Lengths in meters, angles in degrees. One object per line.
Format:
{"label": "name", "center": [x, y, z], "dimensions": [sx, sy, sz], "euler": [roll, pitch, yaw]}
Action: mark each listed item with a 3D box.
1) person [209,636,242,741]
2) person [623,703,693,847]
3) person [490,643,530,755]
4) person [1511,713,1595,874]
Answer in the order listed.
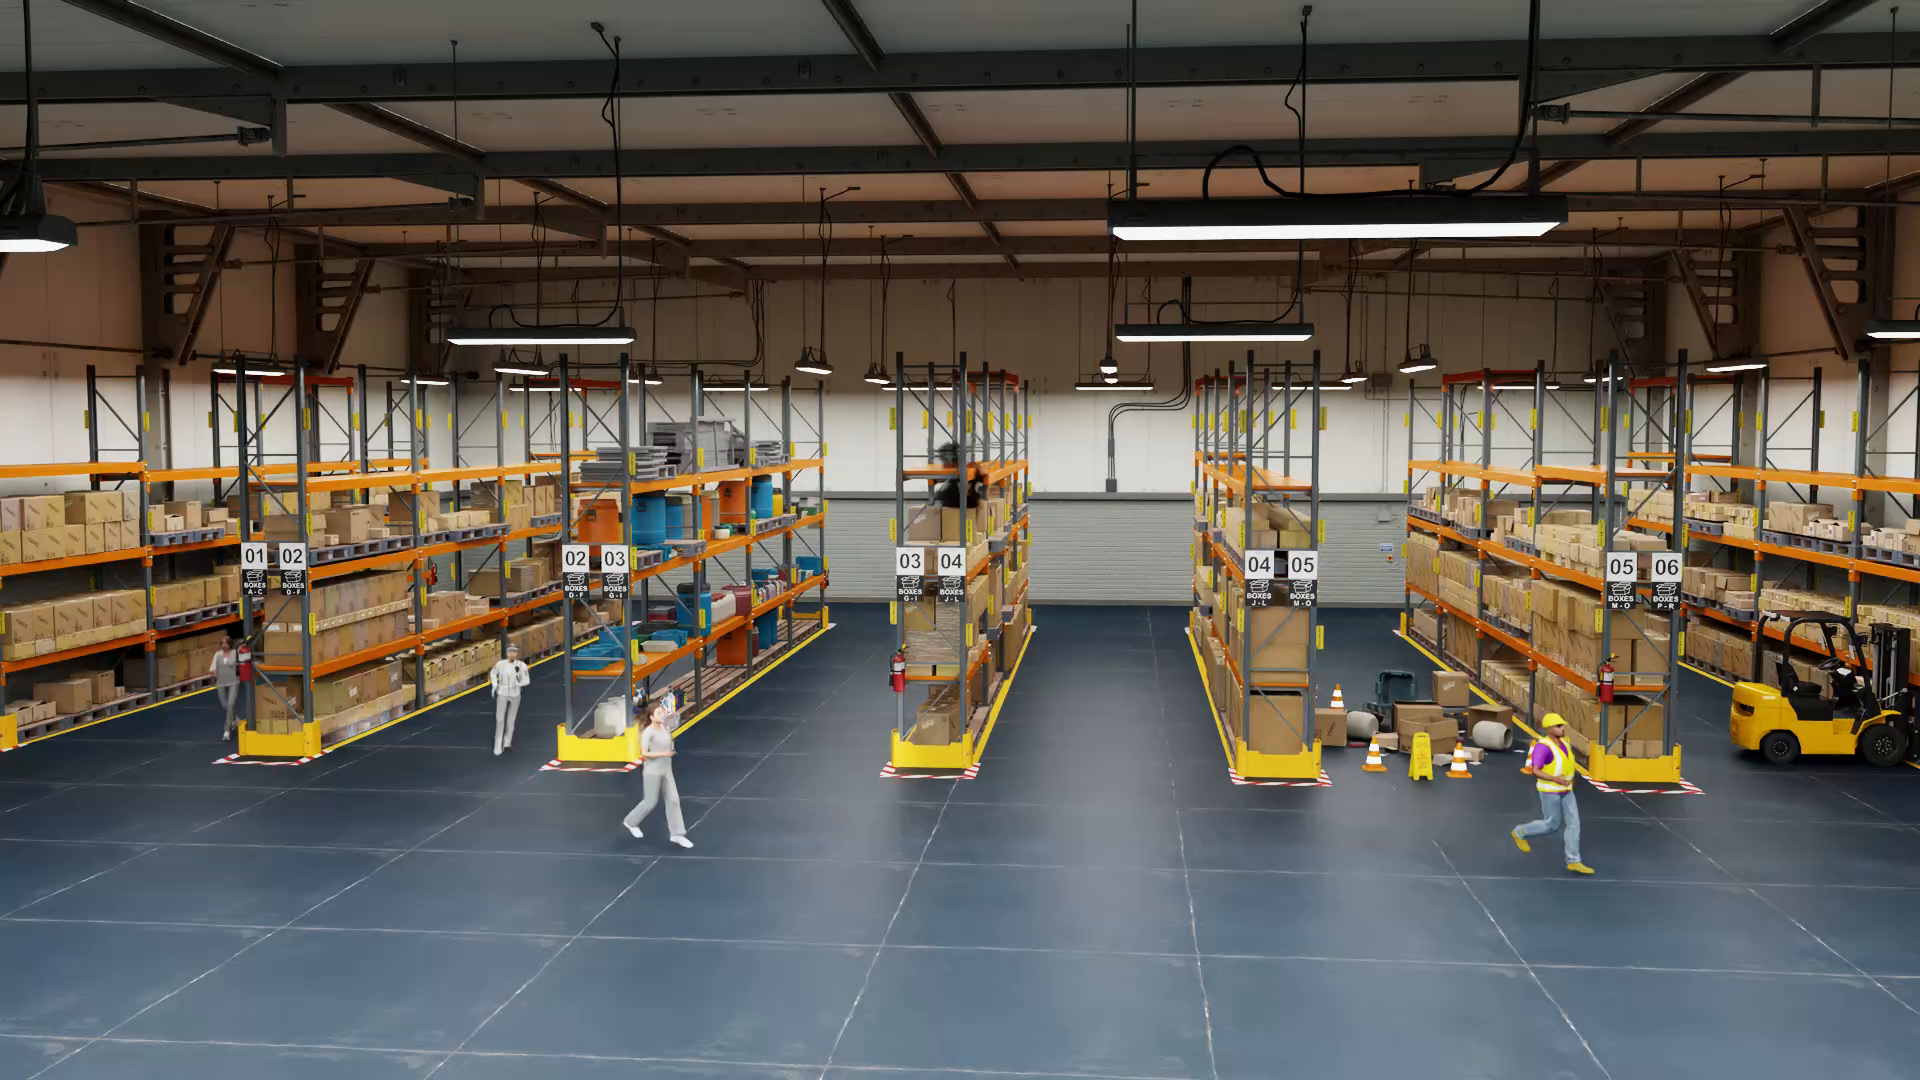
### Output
{"label": "person", "center": [-11.586, 2.314, 26.331], "dimensions": [0.537, 1.593, 0.877], "euler": [-1, 4, -7]}
{"label": "person", "center": [-3.569, 2.752, 19.577], "dimensions": [0.950, 1.674, 0.565], "euler": [2, 5, 28]}
{"label": "person", "center": [-6.824, 2.397, 25.213], "dimensions": [0.593, 1.718, 0.694], "euler": [-1, 4, -12]}
{"label": "person", "center": [6.673, 2.807, 18.638], "dimensions": [0.713, 1.741, 0.966], "euler": [-3, 5, -38]}
